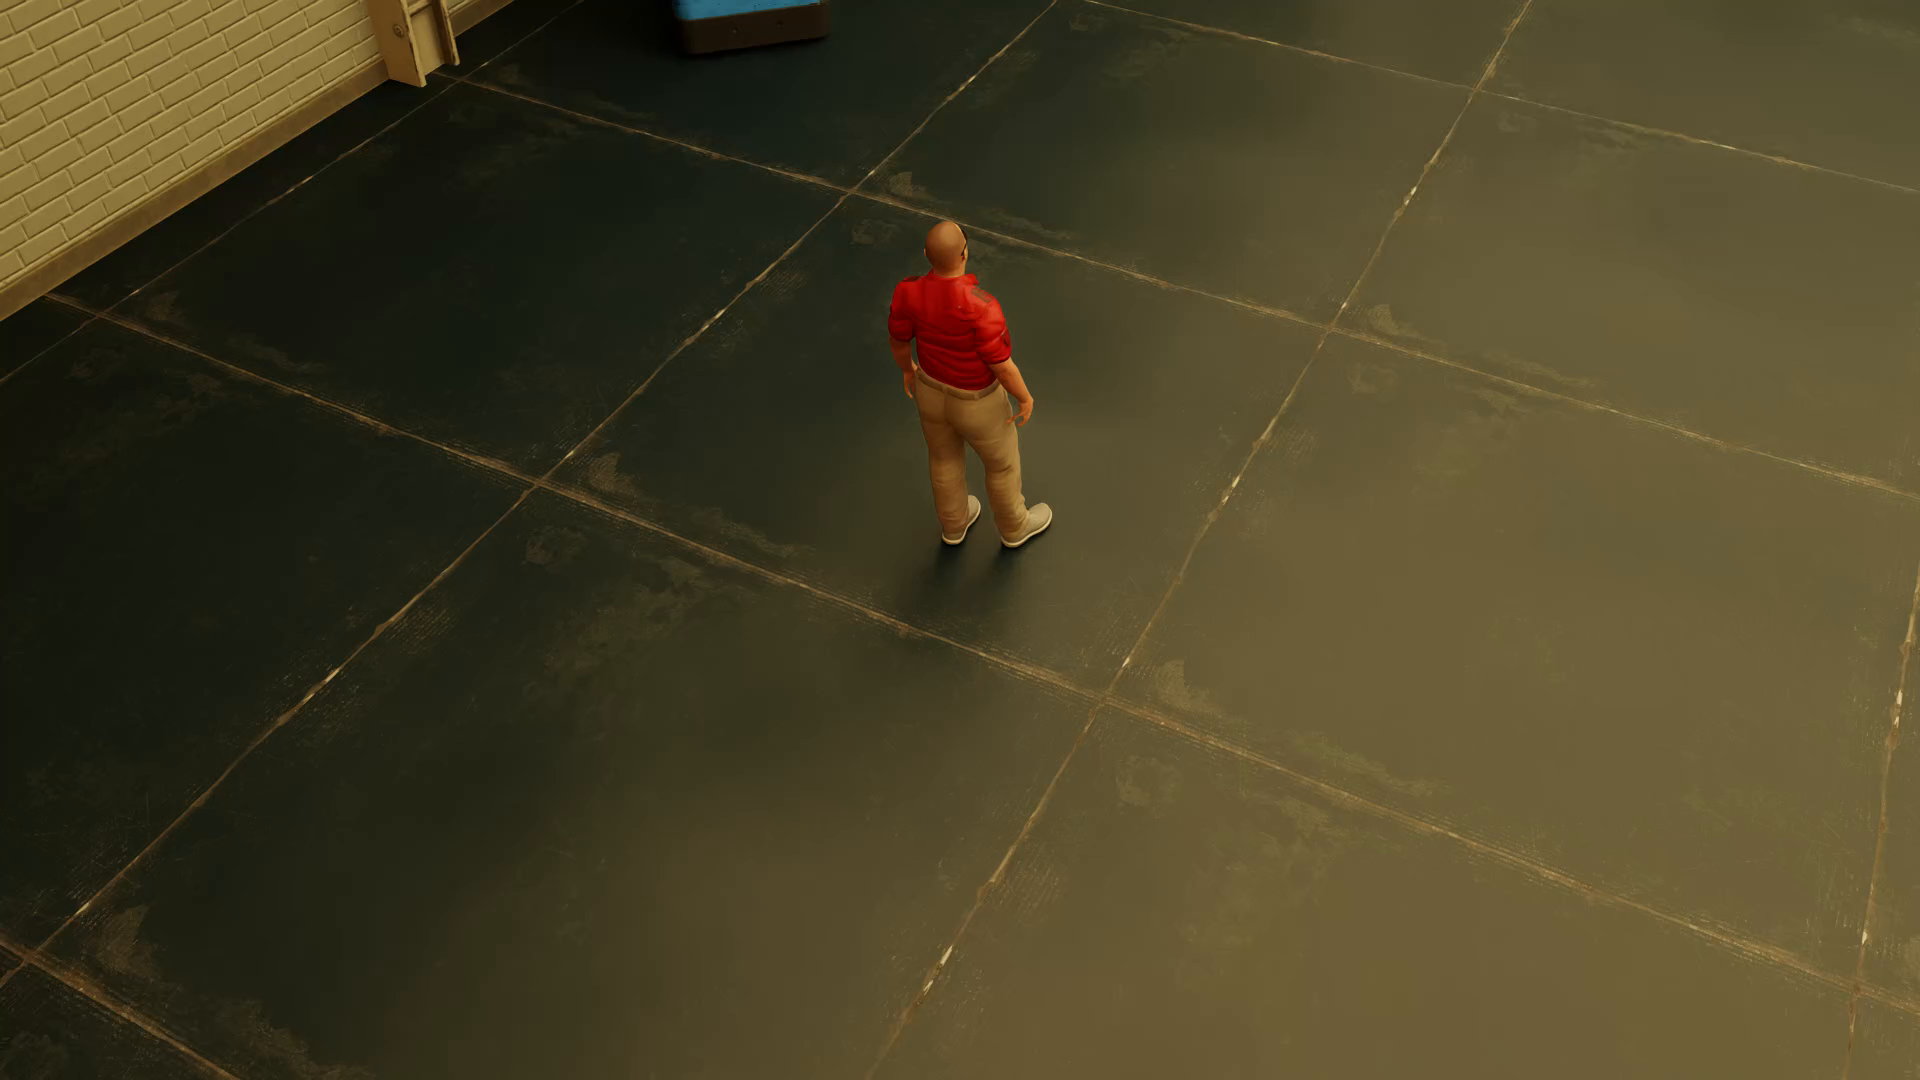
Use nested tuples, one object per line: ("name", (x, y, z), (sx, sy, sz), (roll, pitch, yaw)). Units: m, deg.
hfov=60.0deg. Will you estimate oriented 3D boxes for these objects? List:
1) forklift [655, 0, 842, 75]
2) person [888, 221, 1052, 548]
("forklift", (-1.710, -5.150, 11.120), (1.130, 2.935, 3.031), (-12, 45, -12))
("person", (0.053, -0.685, 7.247), (0.640, 1.728, 0.550), (20, 47, 20))
